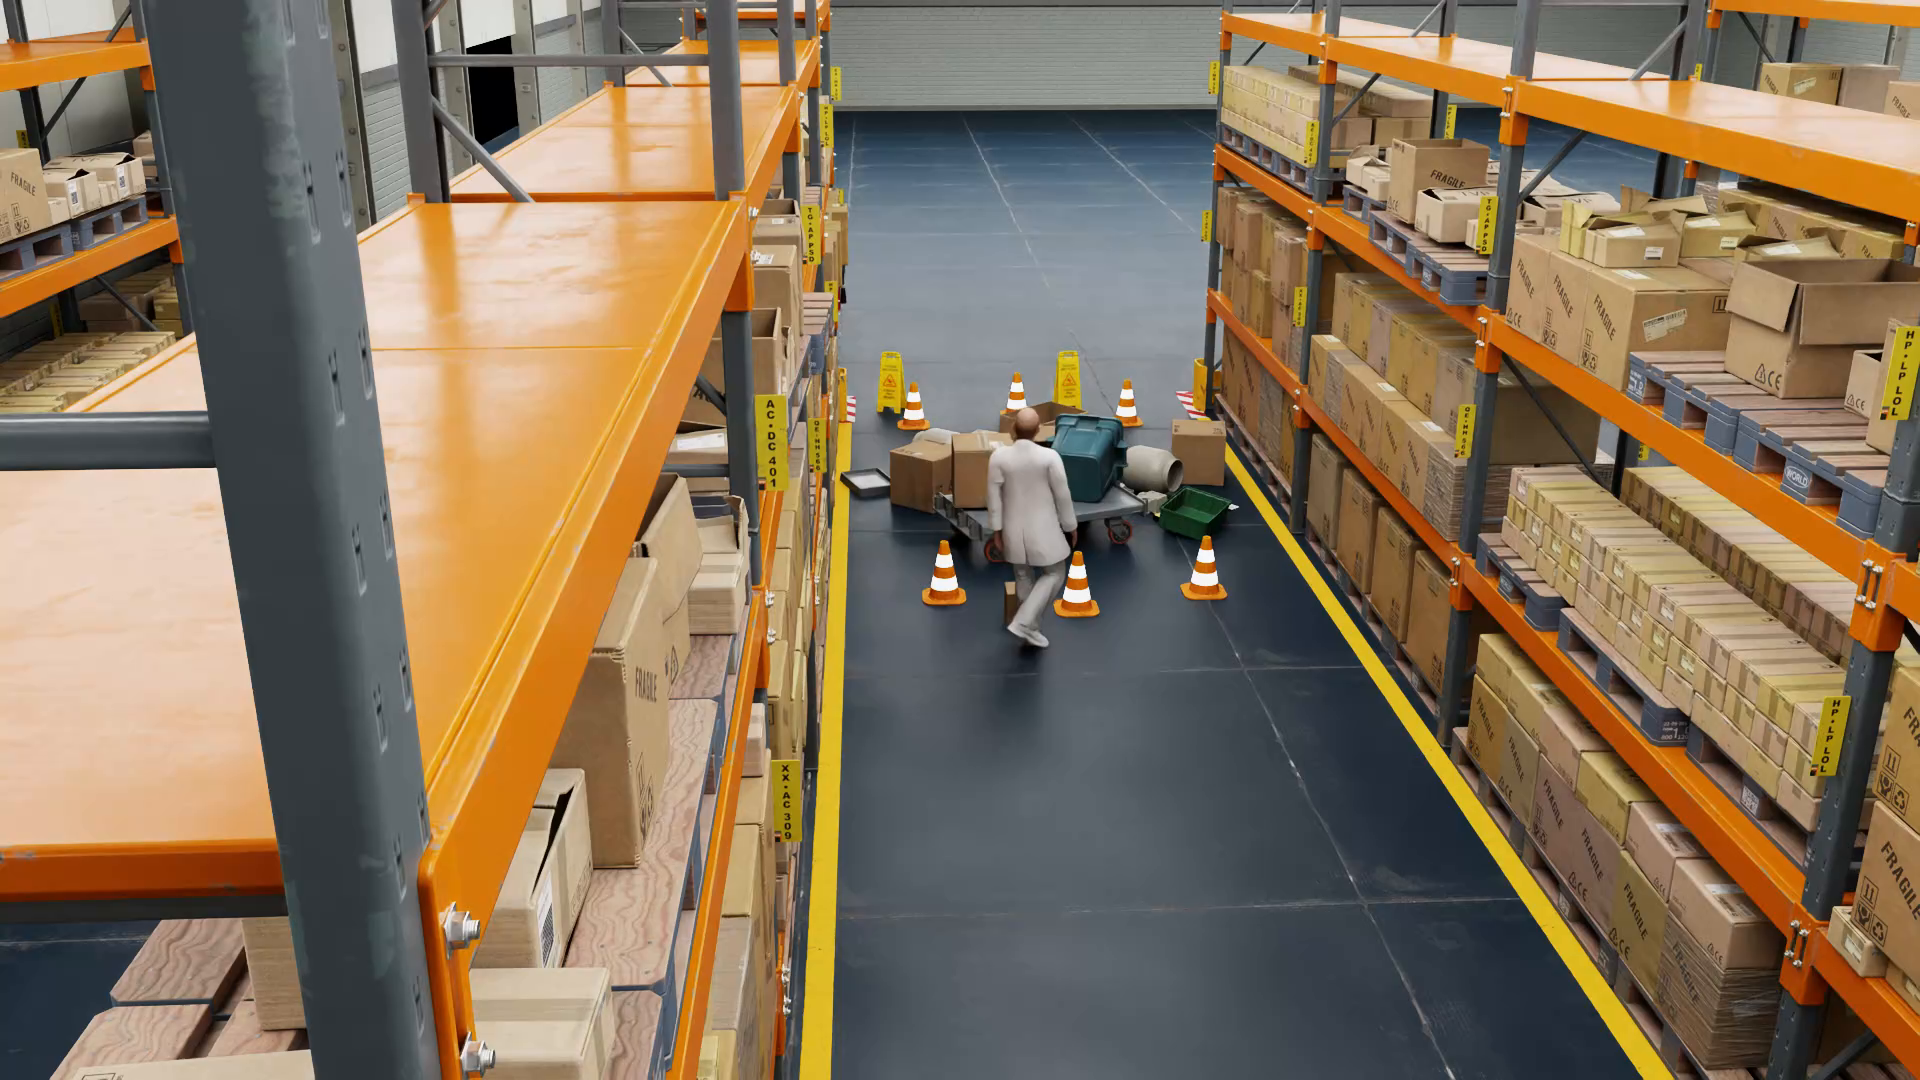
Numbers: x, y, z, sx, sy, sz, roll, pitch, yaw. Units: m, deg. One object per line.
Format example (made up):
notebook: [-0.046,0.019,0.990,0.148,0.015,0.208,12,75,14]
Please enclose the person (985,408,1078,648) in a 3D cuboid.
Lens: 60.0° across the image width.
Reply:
person: [0.512,-0.066,11.757,0.636,1.757,0.636,7,21,19]
